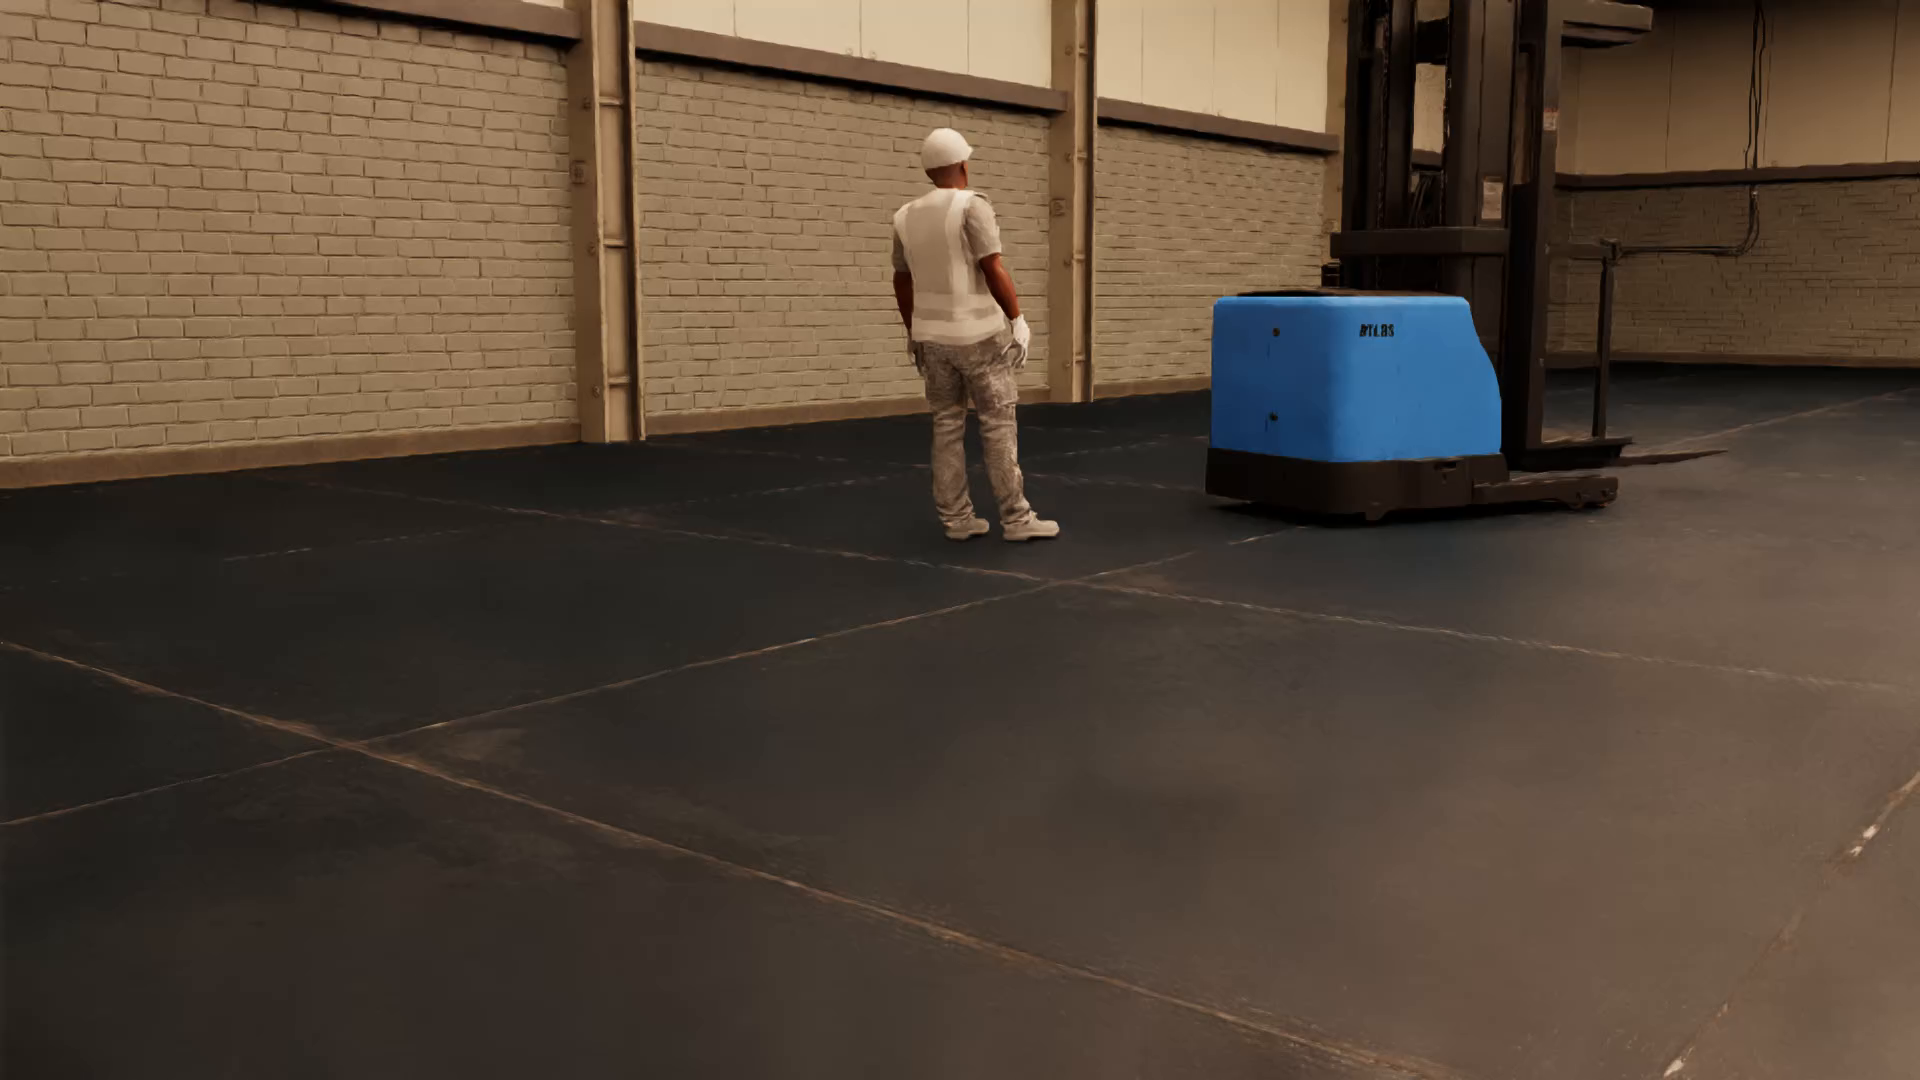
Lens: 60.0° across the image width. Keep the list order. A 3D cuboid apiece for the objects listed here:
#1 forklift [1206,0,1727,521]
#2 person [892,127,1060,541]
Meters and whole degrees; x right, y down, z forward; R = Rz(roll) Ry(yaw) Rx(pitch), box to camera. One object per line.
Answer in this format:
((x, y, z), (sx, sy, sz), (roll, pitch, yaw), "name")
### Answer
((2.808, -1.668, 8.678), (3.031, 2.935, 1.130), (-5, 10, -29), "forklift")
((0.051, -0.897, 7.326), (0.655, 1.782, 0.576), (7, 11, 38), "person")
